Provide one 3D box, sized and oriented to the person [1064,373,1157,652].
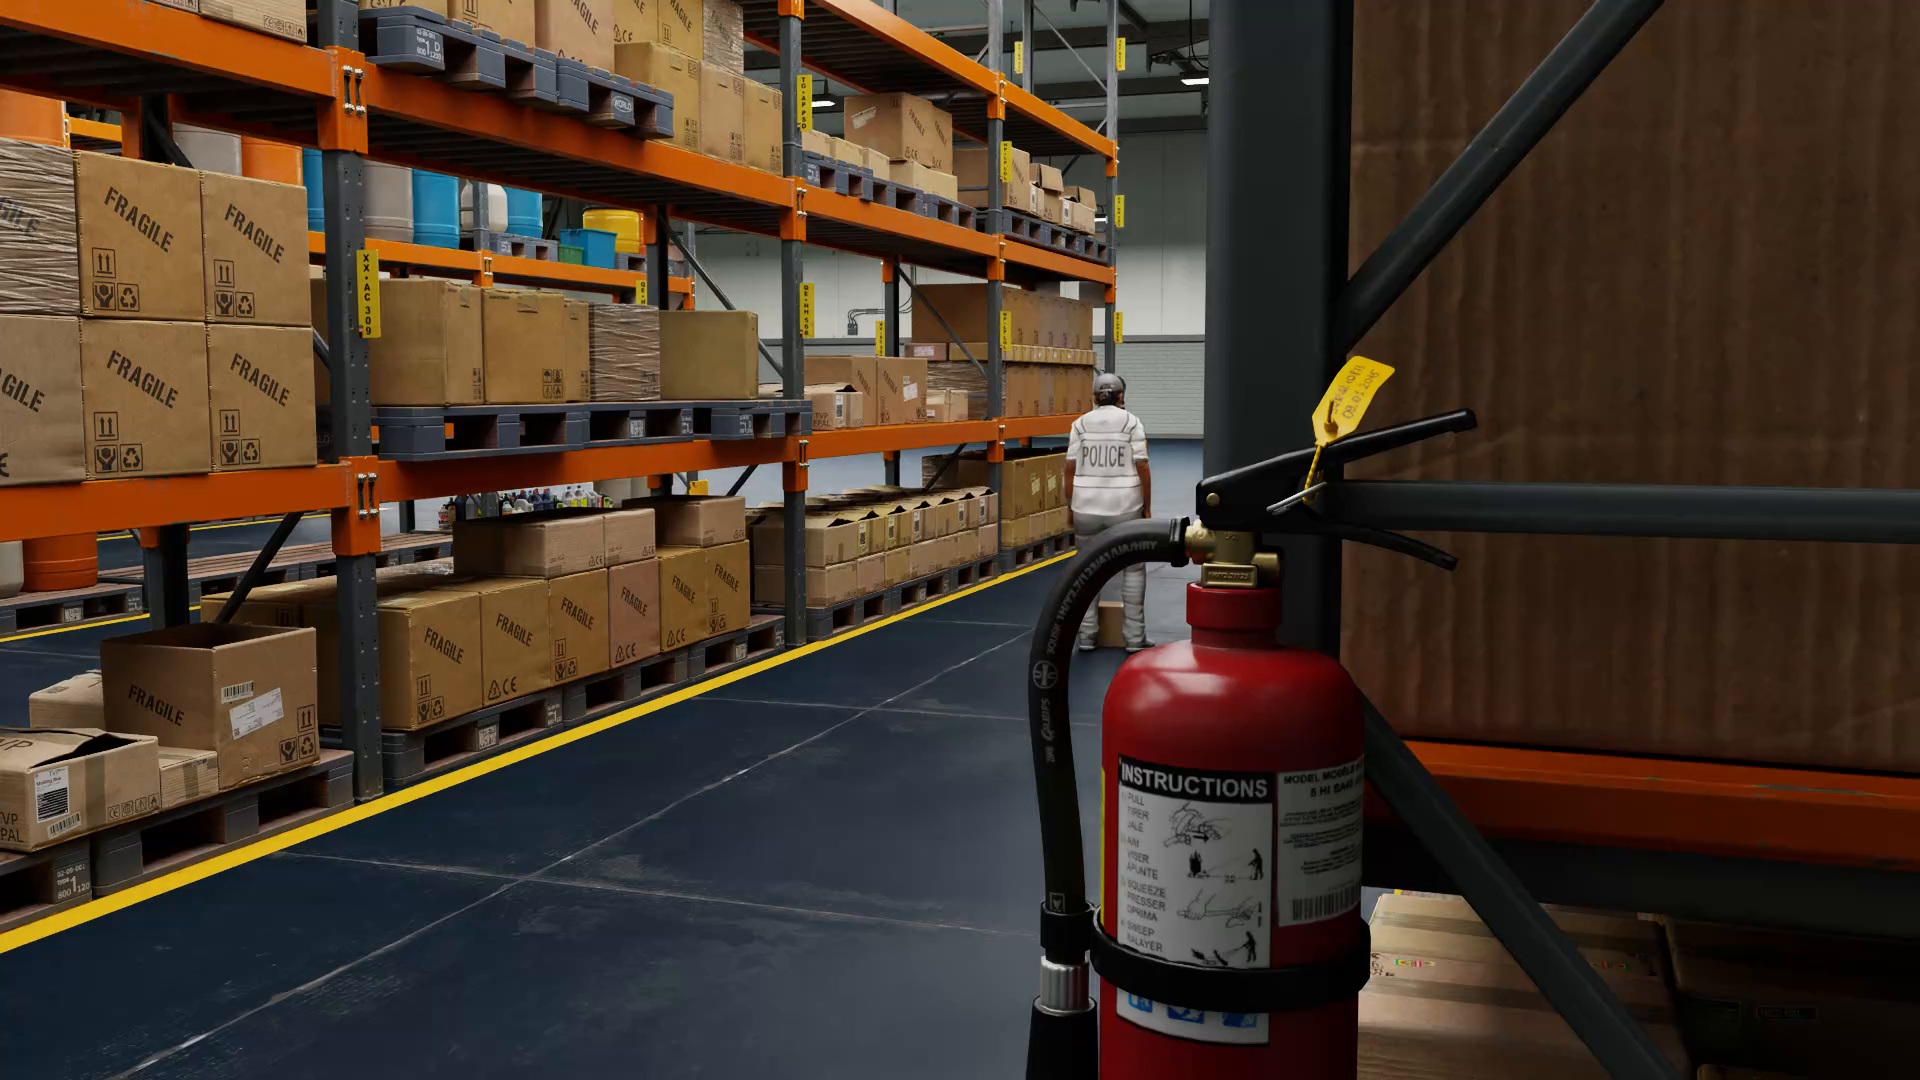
[{"bbox_3d":[0.905,-0.164,9.984,0.549,1.664,0.470,2,6,16],"label":"person"}]
